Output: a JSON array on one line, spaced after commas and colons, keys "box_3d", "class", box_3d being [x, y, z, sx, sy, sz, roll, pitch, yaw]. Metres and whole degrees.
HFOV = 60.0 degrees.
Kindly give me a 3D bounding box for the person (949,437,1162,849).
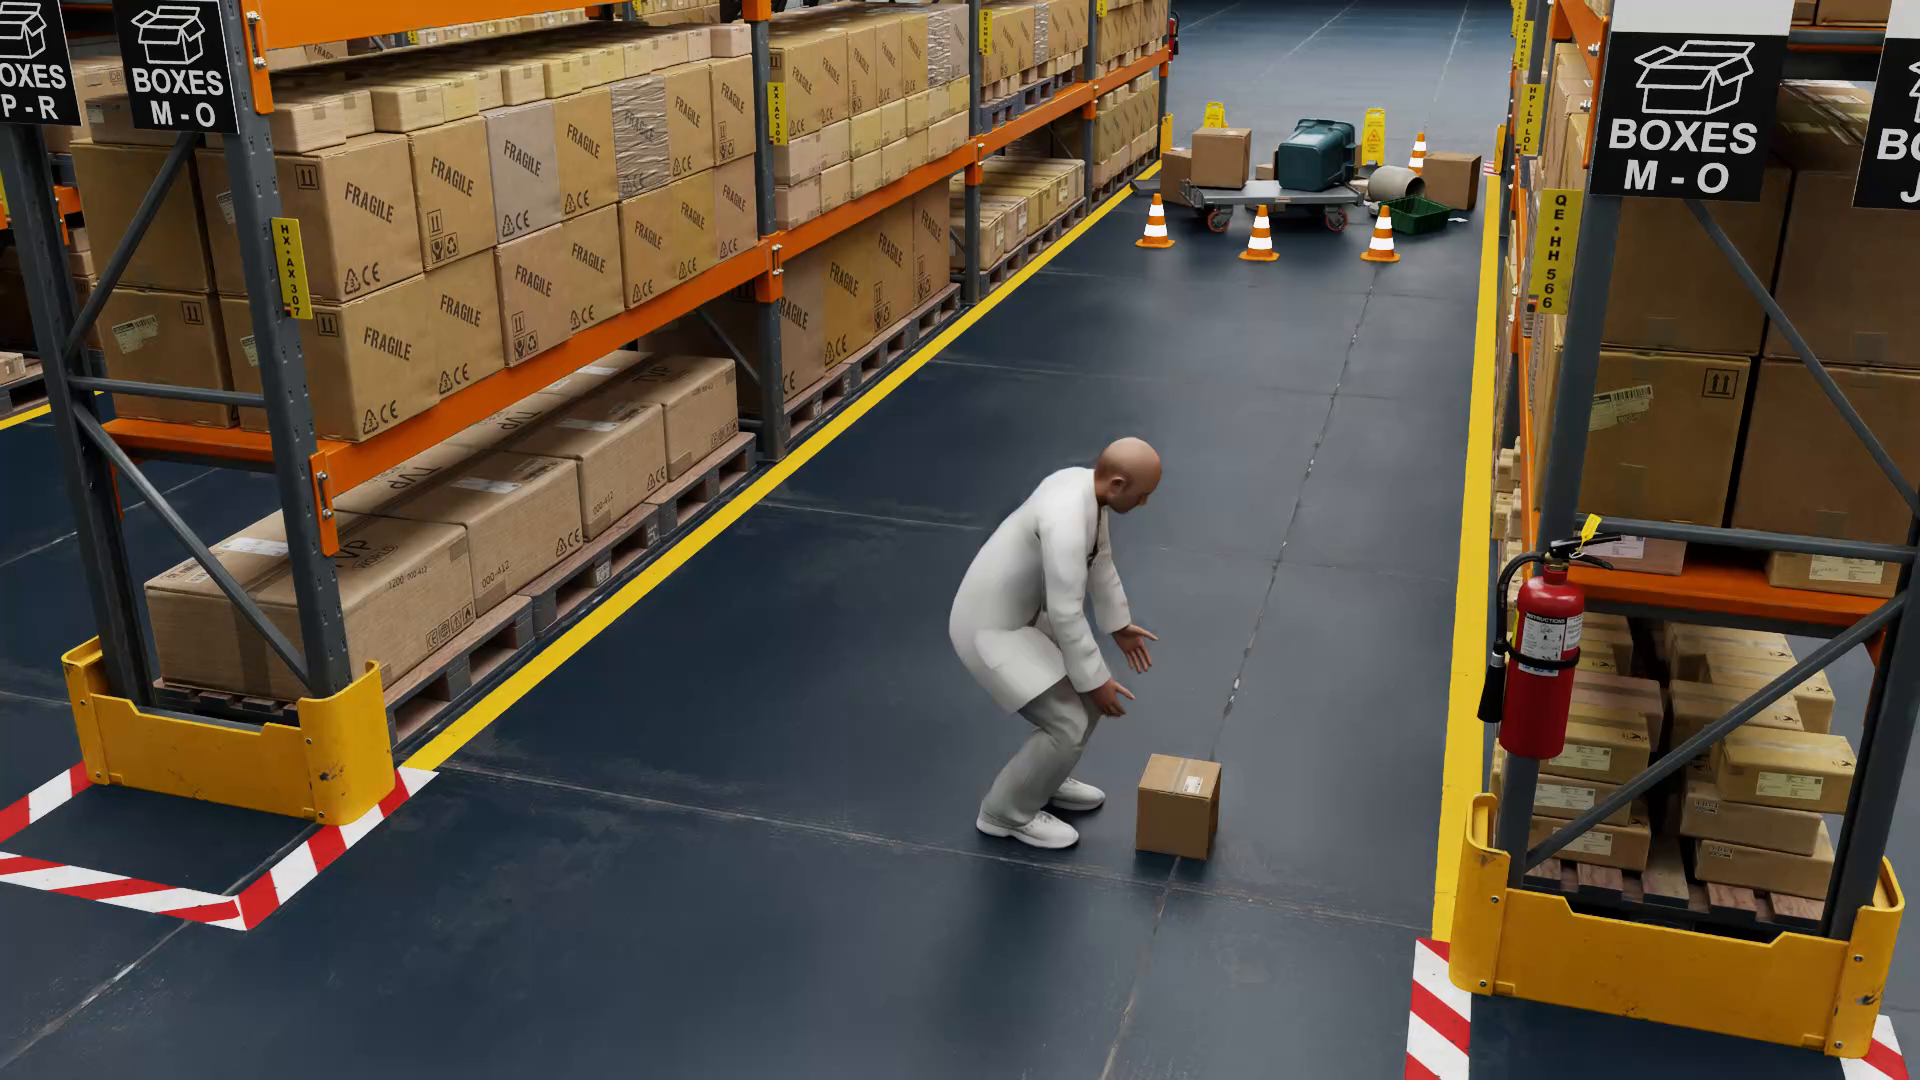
[{"box_3d": [7.602, -1.249, 9.720, 12.121, 1.440, 13.060, 6, 23, 16], "class": "person"}]
